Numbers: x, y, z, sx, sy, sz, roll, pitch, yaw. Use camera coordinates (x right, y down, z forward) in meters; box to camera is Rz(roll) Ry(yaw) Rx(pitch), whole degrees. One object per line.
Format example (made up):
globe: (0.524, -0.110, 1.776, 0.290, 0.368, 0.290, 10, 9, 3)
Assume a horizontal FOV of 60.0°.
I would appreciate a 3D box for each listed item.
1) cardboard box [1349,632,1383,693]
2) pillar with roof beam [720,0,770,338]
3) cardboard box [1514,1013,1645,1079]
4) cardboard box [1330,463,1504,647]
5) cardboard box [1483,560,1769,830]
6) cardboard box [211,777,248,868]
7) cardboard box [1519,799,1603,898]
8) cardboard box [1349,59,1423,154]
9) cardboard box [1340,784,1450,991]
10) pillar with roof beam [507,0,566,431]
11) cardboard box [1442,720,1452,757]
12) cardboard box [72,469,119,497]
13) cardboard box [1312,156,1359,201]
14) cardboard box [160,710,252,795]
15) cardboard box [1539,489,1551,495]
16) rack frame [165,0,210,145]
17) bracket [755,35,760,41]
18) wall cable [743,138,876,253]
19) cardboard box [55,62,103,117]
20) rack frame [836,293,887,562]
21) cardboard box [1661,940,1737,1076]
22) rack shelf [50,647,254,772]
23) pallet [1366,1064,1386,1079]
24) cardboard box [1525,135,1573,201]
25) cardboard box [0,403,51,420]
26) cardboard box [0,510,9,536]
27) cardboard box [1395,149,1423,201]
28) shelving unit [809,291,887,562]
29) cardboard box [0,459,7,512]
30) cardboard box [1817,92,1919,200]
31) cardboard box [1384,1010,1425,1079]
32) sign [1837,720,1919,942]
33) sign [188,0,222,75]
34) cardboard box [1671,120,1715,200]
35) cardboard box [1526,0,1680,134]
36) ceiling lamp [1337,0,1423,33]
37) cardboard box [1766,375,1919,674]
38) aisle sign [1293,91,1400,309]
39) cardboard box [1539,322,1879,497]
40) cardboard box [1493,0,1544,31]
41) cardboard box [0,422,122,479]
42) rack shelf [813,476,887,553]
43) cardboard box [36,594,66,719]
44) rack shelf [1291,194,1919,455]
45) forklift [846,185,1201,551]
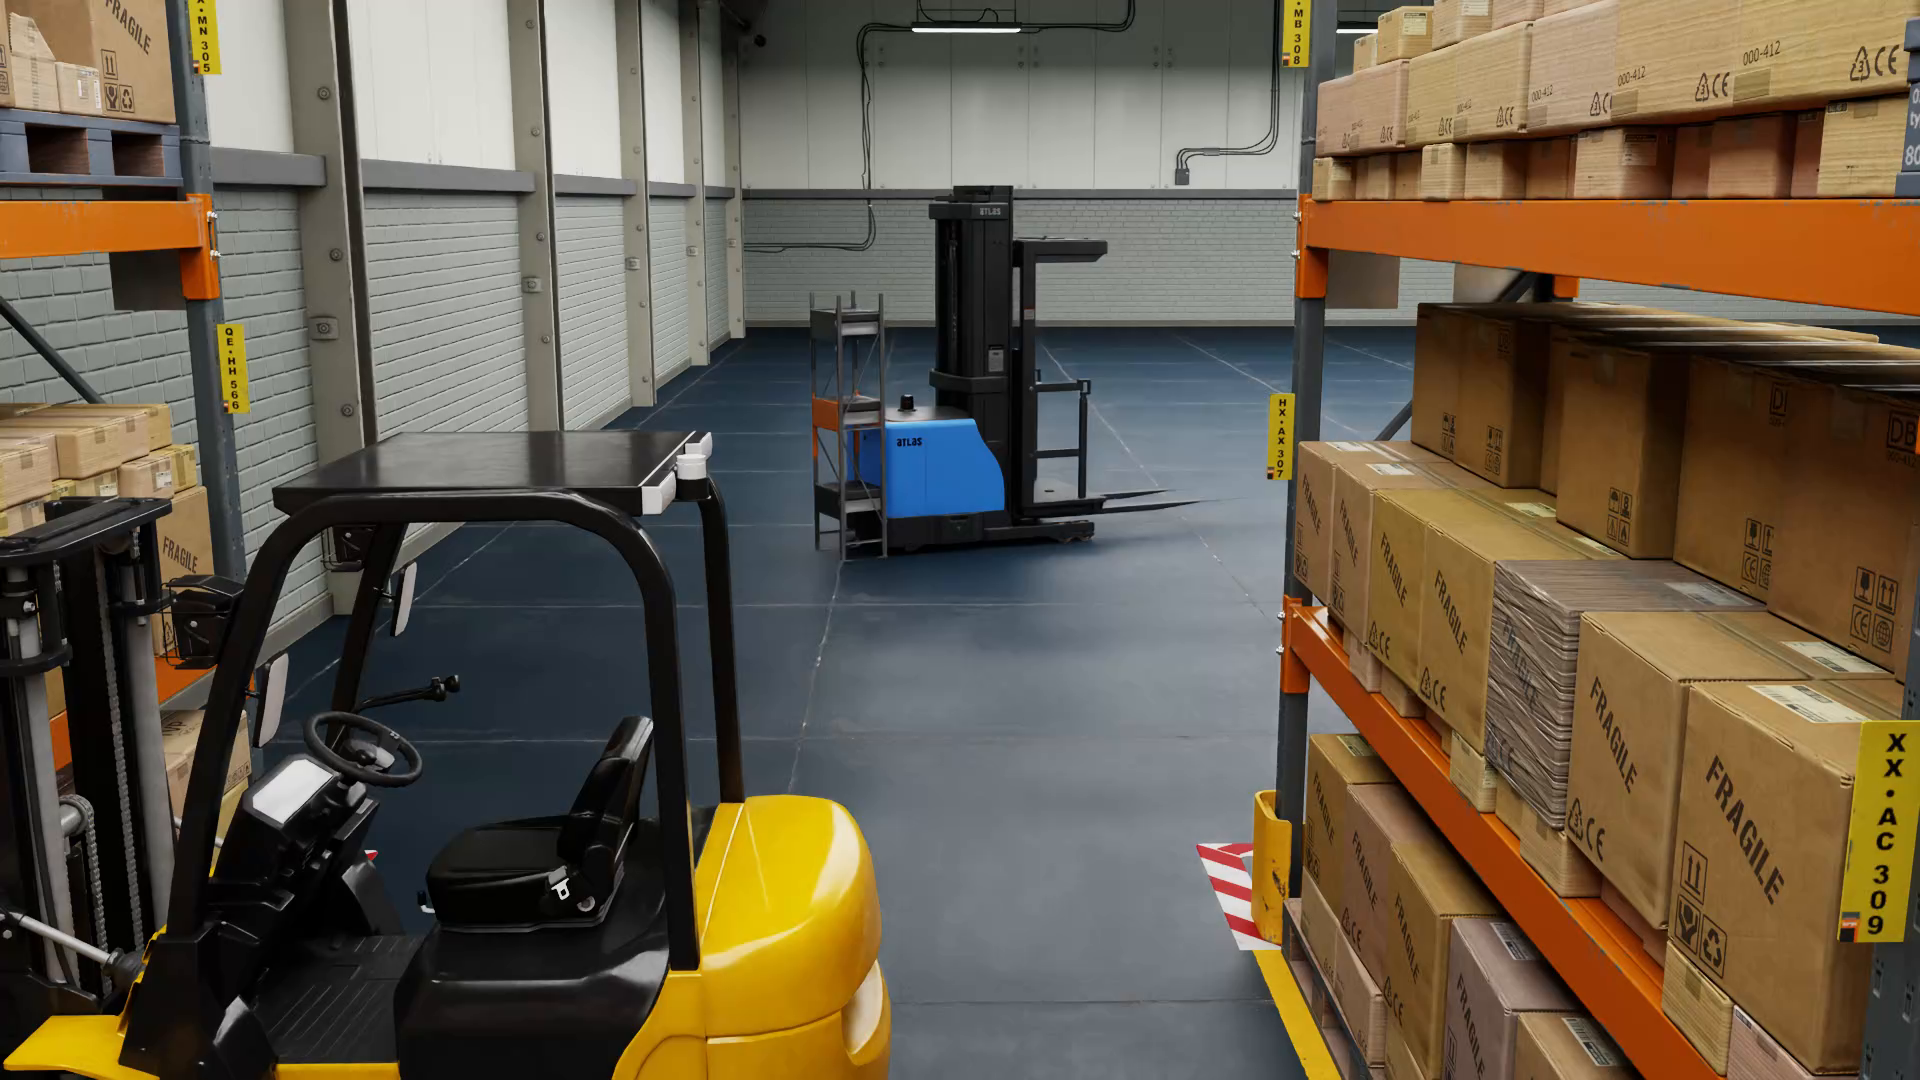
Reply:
cardboard box: (1.455, 0.380, 5.275, 0.380, 0.149, 0.250, 0, 11, 0)
pillar with roof beam: (-0.413, -8.724, 34.427, 9.100, 9.000, 0.548, 0, 11, -1)
cardboard box: (1.542, 1.386, 3.656, 0.500, 0.500, 0.500, 0, 11, 0)
cardboard box: (1.498, 0.038, 5.329, 0.500, 0.500, 0.500, 0, 11, 1)
cardboard box: (1.544, 0.342, 3.830, 0.500, 0.500, 0.500, 0, 11, 0)
cardboard box: (-2.888, 1.048, 5.953, 0.500, 0.250, 0.500, 0, 11, -2)
cardboard box: (1.499, 0.688, 3.756, 0.380, 0.149, 0.250, 0, 11, -2)
cardboard box: (1.496, -1.307, 5.041, 0.500, 0.250, 0.500, 0, 11, -2)
cardboard box: (1.508, 1.079, 5.171, 0.500, 0.500, 0.500, -1, 11, -3)
pillar with roof beam: (-0.041, -5.146, 16.790, 9.100, 9.000, 0.400, 0, 11, -1)
cardboard box: (1.535, 0.536, 4.506, 0.380, 0.149, 0.250, -1, 11, -3)
cardboard box: (-2.944, -0.141, 5.328, 0.380, 0.149, 0.250, 0, 11, 0)
cardboard box: (1.434, -1.245, 5.741, 0.380, 0.149, 0.250, 0, 11, -1)
cardboard box: (-2.889, 0.797, 5.929, 0.500, 0.250, 0.500, 0, 11, 1)
cardboard box: (2.044, 0.046, 5.289, 0.500, 0.500, 0.500, 0, 11, -1)
rack frame: (-3.211, -2.885, 5.645, 1.000, 3.000, 0.127, 0, 11, -1)
bracket: (-4.408, -10.908, 36.139, 0.076, 0.066, 3.189, 0, 11, -1)
wall cable: (-3.456, -7.775, 37.561, 3.097, 2.526, 0.112, 0, 11, -1)
cardboard box: (-2.890, -1.383, 5.111, 0.380, 0.149, 0.250, -1, 11, -3)
rack frame: (-0.769, -0.872, 13.071, 0.400, 2.100, 0.015, -7, 13, -29)
cardboard box: (1.511, 0.840, 3.004, 0.380, 0.149, 0.250, 0, 11, 0)
rack shelf: (-3.170, 0.806, 4.353, 1.077, 0.370, 4.000, 0, 11, -1)
pallet: (1.757, 1.820, 4.559, 1.003, 0.211, 1.213, 0, 11, -1)
cardboard box: (1.586, -0.887, 3.973, 0.380, 0.149, 0.250, 0, 11, -2)
cardboard box: (-3.417, -0.390, 5.804, 0.380, 0.149, 0.250, 0, 11, -2)
cardboard box: (-2.873, 0.011, 4.577, 0.380, 0.149, 0.250, 0, 11, -1)
cardboard box: (1.530, -1.092, 4.983, 0.380, 0.149, 0.250, 0, 11, -2)
shelving unit: (-0.890, -0.914, 13.279, 0.431, 2.100, 0.503, -7, 13, -29)
cardboard box: (-2.866, -0.134, 4.542, 0.380, 0.149, 0.250, 0, 11, 0)
cardboard box: (1.522, -0.579, 2.457, 0.380, 0.149, 0.250, 0, 11, -1)
cardboard box: (1.519, 1.547, 4.747, 0.500, 0.250, 0.500, 1, 11, 3)
sign: (1.292, 0.409, 2.322, 0.100, 0.325, 0.005, 0, 11, -1)
sign: (-2.668, -1.809, 5.861, 0.100, 0.325, 0.005, 0, 11, -1)
cardboard box: (1.618, -0.731, 3.205, 0.380, 0.149, 0.250, -1, 11, -3)
cardboard box: (1.549, -1.001, 3.536, 0.500, 0.250, 0.500, 0, 11, -2)
ceiling lamp: (7.499, -10.849, 30.219, 2.000, 3.185, 0.800, 0, 11, -1)
cardboard box: (2.053, -0.045, 3.224, 0.700, 0.500, 0.500, 0, 11, -1)
aisle sign: (1.441, -1.251, 6.142, 0.394, 0.787, 0.004, 0, 11, -1)
cardboard box: (2.097, -0.348, 4.717, 0.700, 0.500, 0.500, 0, 11, -2)
cardboard box: (1.482, -1.278, 3.897, 0.380, 0.149, 0.250, 0, 11, 0)
cardboard box: (-2.924, -0.286, 5.294, 0.380, 0.149, 0.250, 0, 11, 0)
rack shelf: (-0.887, -0.215, 13.422, 0.431, 0.518, 0.480, -7, 13, -29)
cardboard box: (-2.926, 0.308, 4.744, 0.500, 0.500, 0.500, 0, 11, -2)
rack shelf: (1.793, -0.686, 4.159, 1.077, 0.370, 4.000, 0, 11, -1)
forklift: (0.597, -1.508, 14.122, 3.031, 2.935, 1.130, -5, 12, -21)
